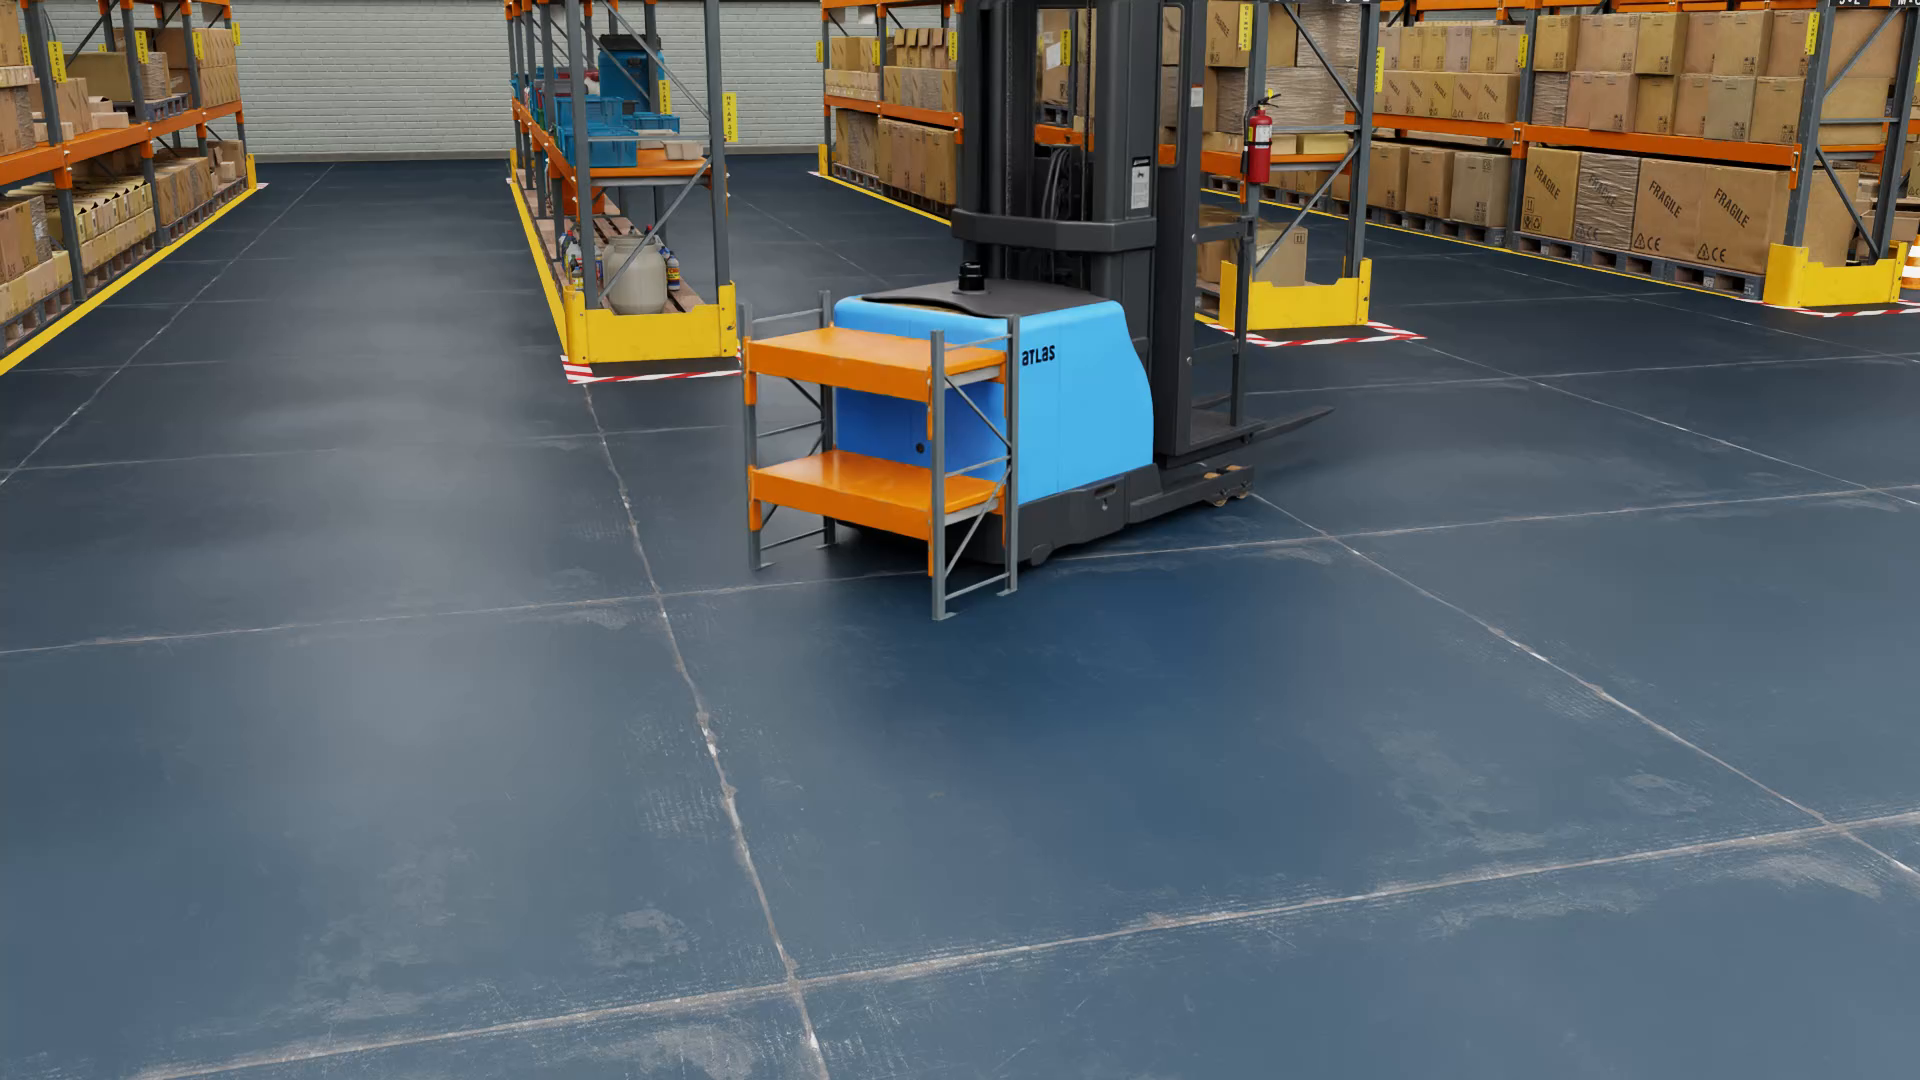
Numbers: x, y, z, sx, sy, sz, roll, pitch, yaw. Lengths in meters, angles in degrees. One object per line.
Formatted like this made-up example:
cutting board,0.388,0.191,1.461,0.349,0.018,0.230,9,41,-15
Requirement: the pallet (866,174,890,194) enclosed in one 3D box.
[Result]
pallet,-0.782,-5.319,24.792,1.003,0.211,1.213,-5,17,-15

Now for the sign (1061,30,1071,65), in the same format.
sign,1.018,-4.735,15.987,0.100,0.325,0.005,-5,17,-15

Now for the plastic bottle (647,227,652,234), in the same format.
plastic bottle,-2.705,-2.567,14.623,0.144,0.351,0.185,-6,18,-18

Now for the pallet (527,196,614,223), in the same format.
pallet,-4.900,-4.156,20.920,1.003,0.211,1.213,-5,17,-15

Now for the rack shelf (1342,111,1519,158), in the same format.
rack shelf,5.797,-4.798,19.461,1.077,0.370,4.000,-5,17,-15

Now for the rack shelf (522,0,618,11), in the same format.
rack shelf,-3.762,-5.479,16.513,1.077,0.370,4.000,-5,17,-15

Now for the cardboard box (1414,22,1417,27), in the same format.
cardboard box,7.926,-8.757,28.352,0.380,0.149,0.250,-5,17,-15

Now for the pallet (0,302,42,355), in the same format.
pallet,-7.459,-1.546,12.231,1.003,0.211,1.213,-5,17,-15

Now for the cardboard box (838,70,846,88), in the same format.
cardboard box,-1.591,-7.178,25.878,0.500,0.250,0.500,-5,18,-17

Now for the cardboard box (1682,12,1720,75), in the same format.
cardboard box,7.118,-4.488,15.041,0.875,0.550,0.550,-5,17,-15

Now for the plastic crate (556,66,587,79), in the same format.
plastic crate,-5.415,-6.372,23.237,0.402,0.464,0.583,-5,17,-15

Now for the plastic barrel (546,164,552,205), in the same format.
plastic barrel,-4.773,-4.432,20.455,0.600,0.588,0.708,-5,17,-15

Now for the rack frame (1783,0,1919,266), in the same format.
rack frame,7.446,-3.483,13.832,1.000,3.000,0.127,-5,17,-15

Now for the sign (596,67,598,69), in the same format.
sign,-4.881,-6.222,22.469,0.100,0.325,0.005,-5,17,-15

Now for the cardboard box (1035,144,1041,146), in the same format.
cardboard box,0.664,-4.521,19.566,0.500,0.250,0.500,-4,17,-13

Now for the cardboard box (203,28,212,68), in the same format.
cardboard box,-10.175,-6.478,21.891,0.500,0.500,0.500,-5,18,-17

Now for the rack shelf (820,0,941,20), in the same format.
rack shelf,-1.198,-8.083,25.183,1.077,0.370,4.000,-5,17,-15

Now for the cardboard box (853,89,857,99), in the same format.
cardboard box,-1.401,-6.731,25.084,0.380,0.149,0.250,-5,17,-16

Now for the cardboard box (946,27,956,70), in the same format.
cardboard box,0.266,-6.063,20.505,0.797,0.503,0.637,-4,17,-13

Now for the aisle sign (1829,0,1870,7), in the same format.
aisle sign,7.177,-4.684,13.314,0.394,0.787,0.004,-5,17,-15

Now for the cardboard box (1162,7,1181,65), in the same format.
cardboard box,1.983,-4.197,13.780,0.500,0.500,0.500,-5,17,-15

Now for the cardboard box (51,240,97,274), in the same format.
cardboard box,-7.848,-2.458,14.471,0.500,0.250,0.500,-5,17,-17

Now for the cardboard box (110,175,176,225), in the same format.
cardboard box,-8.925,-3.711,18.173,0.500,0.500,0.500,-4,17,-13

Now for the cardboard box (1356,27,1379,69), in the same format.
cardboard box,5.361,-6.097,20.625,0.700,0.500,0.500,-5,17,-16

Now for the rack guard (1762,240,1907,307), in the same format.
rack guard,7.453,-2.279,14.169,1.175,0.500,0.348,-5,17,-15

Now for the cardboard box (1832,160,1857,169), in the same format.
cardboard box,13.993,-6.038,25.955,0.500,0.500,0.500,-5,18,-17

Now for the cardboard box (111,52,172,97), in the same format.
cardboard box,-9.629,-5.421,19.380,0.700,0.500,0.500,-10,19,-29

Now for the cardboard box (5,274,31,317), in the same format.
cardboard box,-7.221,-1.801,12.285,0.500,0.250,0.500,-5,17,-15

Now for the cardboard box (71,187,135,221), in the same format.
cardboard box,-8.409,-3.293,16.277,0.500,0.311,0.500,-5,17,-16

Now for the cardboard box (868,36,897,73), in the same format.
cardboard box,-1.032,-6.974,23.894,0.500,0.500,0.500,-4,17,-14

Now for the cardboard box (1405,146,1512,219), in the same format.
cardboard box,5.828,-4.144,19.216,1.050,0.750,0.750,-5,17,-15

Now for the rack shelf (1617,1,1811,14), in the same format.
rack shelf,13.102,-9.260,29.102,1.077,0.370,4.000,-5,17,-15

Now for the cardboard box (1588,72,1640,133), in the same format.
cardboard box,6.668,-4.251,16.128,0.875,0.550,0.550,-5,17,-15

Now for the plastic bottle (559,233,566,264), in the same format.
plastic bottle,-3.546,-2.615,14.920,0.097,0.271,0.097,0,17,0

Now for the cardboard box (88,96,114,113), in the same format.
cardboard box,-9.017,-4.402,17.049,0.500,0.311,0.500,-4,17,-12

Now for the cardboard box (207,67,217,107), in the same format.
cardboard box,-10.196,-6.007,22.063,0.500,0.500,0.500,-4,17,-14

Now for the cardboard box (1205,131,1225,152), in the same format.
cardboard box,2.186,-3.195,13.311,0.380,0.149,0.250,-5,17,-15

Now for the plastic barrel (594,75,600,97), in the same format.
plastic barrel,-3.264,-4.180,15.919,0.433,0.535,0.433,0,17,0

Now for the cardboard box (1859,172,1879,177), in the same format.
cardboard box,10.731,-4.294,20.372,0.950,0.372,0.625,-4,17,-12

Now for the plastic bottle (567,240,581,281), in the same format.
plastic bottle,-3.169,-2.298,13.728,0.144,0.351,0.185,-4,17,-13

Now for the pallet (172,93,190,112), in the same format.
pallet,-10.060,-5.334,20.329,1.003,0.211,1.213,-5,17,-15

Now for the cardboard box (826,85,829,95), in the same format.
cardboard box,-1.967,-7.300,26.976,0.380,0.149,0.250,-4,17,-15

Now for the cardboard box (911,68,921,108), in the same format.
cardboard box,-0.339,-5.919,21.768,0.500,0.500,0.500,-4,17,-14

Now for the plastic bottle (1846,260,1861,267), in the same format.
plastic bottle,8.732,-2.730,16.434,0.133,0.061,0.283,-12,20,-34

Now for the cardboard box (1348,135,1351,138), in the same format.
cardboard box,4.808,-5.227,21.951,0.500,0.250,0.500,-5,17,-17

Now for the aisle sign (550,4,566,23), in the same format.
aisle sign,-6.248,-8.441,25.819,0.394,0.787,0.004,-5,17,-15

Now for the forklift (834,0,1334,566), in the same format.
forklift,0.789,-1.647,7.839,1.130,2.935,3.031,14,22,39

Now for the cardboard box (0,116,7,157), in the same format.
cardboard box,-7.562,-3.084,12.331,0.700,0.500,0.500,-4,17,-14

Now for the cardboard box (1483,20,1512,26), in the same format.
cardboard box,8.489,-8.119,26.226,0.380,0.149,0.250,-5,17,-16

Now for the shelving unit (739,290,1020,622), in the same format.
shelving unit,-0.330,-0.373,6.740,1.048,1.125,0.538,13,21,37

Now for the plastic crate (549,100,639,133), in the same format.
plastic crate,-3.190,-3.649,14.493,0.767,0.338,0.504,-5,17,-15

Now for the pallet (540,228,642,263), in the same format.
pallet,-3.804,-3.050,17.239,1.003,0.211,1.213,-5,17,-15

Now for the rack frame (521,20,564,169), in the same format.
rack frame,-6.507,-7.153,26.050,0.949,2.616,0.053,-5,17,-15

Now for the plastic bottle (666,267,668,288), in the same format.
plastic bottle,-2.340,-2.152,13.502,0.097,0.201,0.097,0,17,0

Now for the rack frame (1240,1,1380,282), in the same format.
rack frame,2.649,-3.118,12.620,1.000,3.000,0.127,-5,17,-15
